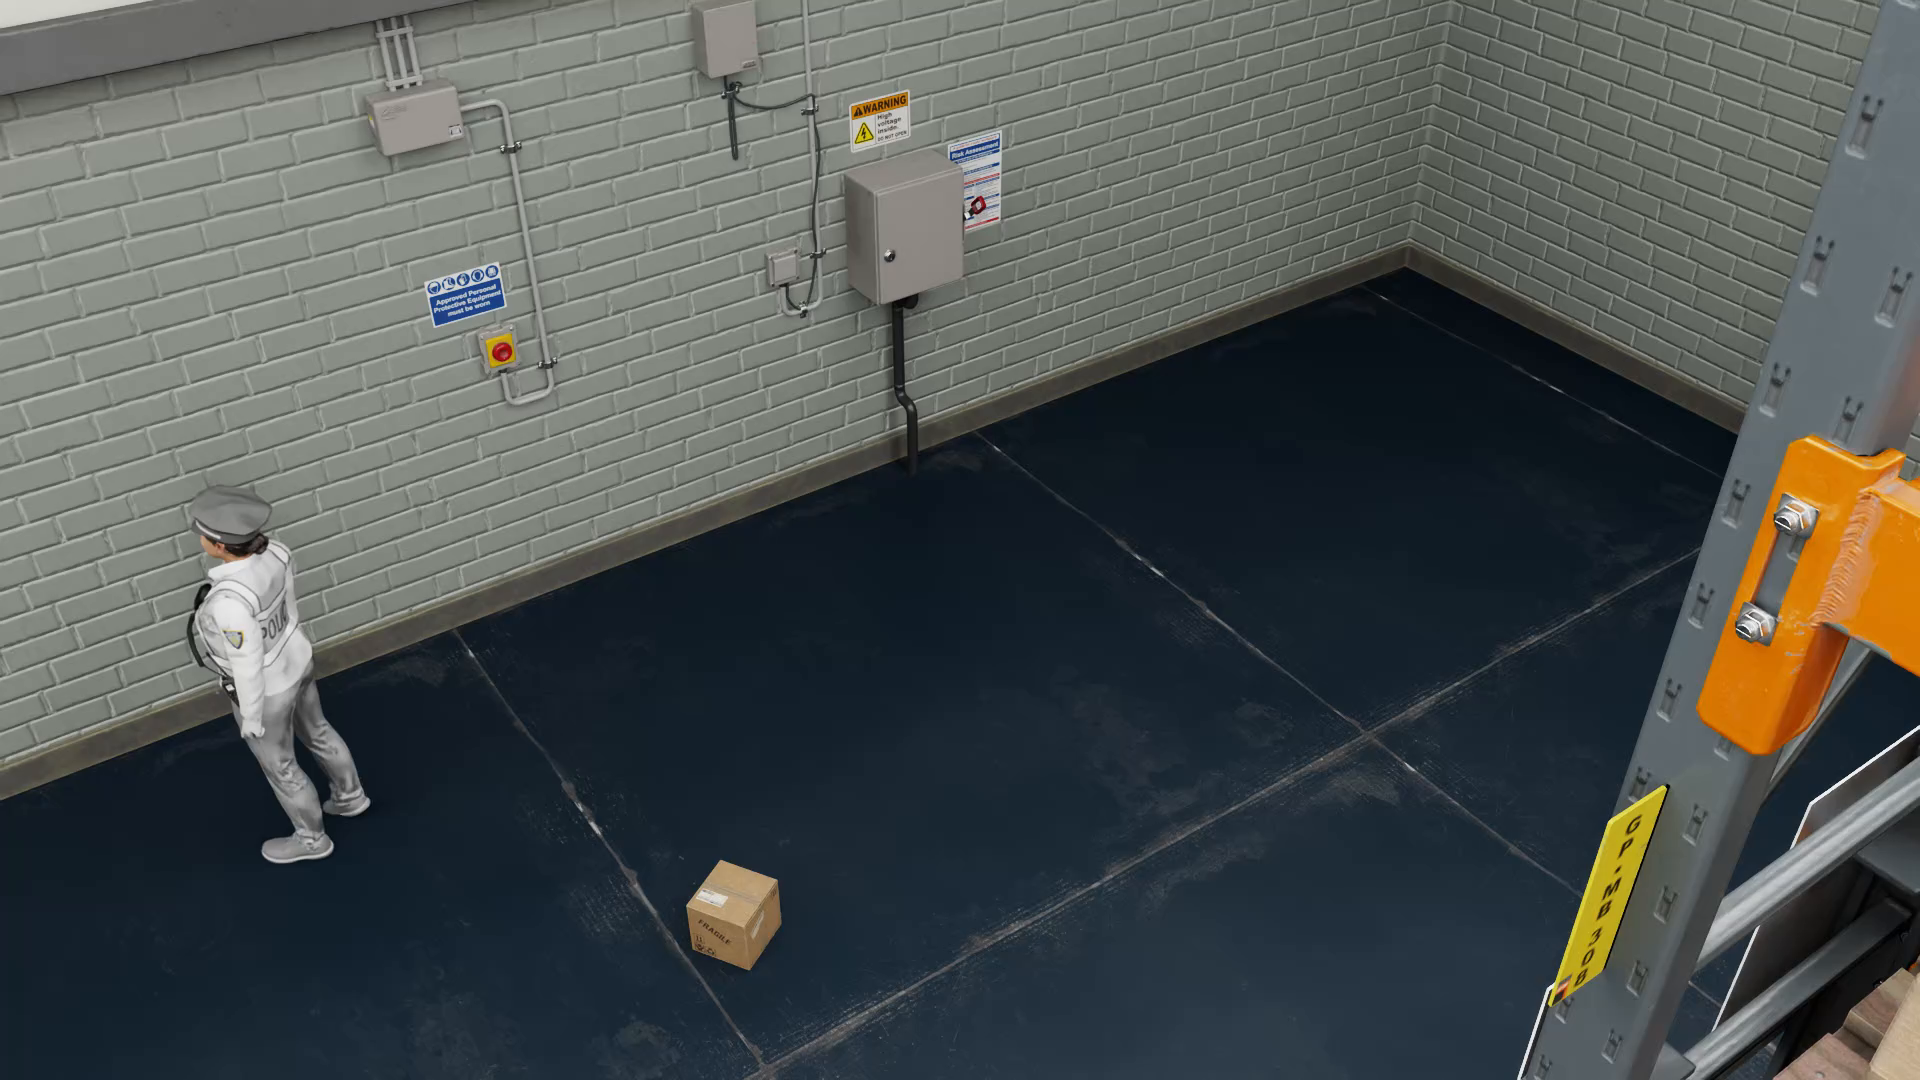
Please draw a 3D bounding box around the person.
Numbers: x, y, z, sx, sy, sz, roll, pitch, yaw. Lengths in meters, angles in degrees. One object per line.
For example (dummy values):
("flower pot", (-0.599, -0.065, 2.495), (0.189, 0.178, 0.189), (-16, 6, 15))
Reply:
("person", (-2.618, 0.561, 6.301), (0.357, 1.723, 0.470), (3, 37, 4))
